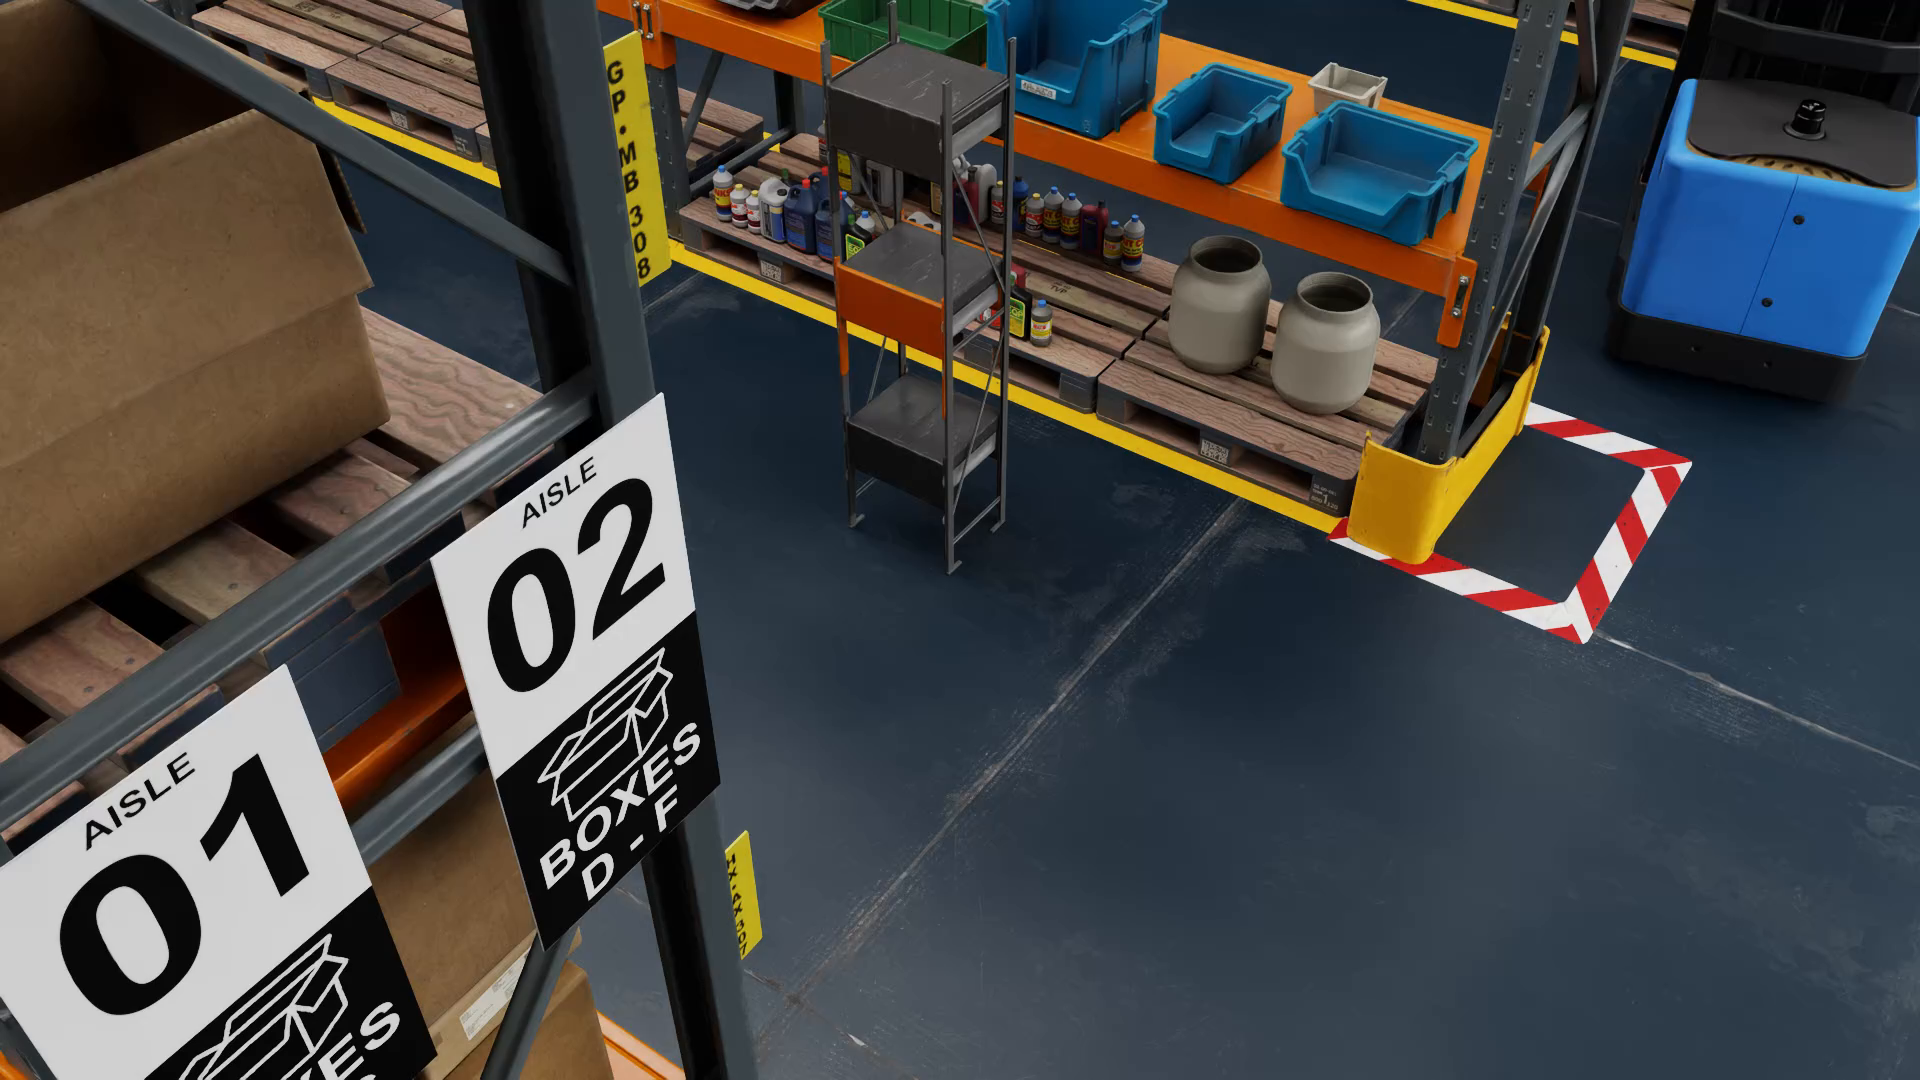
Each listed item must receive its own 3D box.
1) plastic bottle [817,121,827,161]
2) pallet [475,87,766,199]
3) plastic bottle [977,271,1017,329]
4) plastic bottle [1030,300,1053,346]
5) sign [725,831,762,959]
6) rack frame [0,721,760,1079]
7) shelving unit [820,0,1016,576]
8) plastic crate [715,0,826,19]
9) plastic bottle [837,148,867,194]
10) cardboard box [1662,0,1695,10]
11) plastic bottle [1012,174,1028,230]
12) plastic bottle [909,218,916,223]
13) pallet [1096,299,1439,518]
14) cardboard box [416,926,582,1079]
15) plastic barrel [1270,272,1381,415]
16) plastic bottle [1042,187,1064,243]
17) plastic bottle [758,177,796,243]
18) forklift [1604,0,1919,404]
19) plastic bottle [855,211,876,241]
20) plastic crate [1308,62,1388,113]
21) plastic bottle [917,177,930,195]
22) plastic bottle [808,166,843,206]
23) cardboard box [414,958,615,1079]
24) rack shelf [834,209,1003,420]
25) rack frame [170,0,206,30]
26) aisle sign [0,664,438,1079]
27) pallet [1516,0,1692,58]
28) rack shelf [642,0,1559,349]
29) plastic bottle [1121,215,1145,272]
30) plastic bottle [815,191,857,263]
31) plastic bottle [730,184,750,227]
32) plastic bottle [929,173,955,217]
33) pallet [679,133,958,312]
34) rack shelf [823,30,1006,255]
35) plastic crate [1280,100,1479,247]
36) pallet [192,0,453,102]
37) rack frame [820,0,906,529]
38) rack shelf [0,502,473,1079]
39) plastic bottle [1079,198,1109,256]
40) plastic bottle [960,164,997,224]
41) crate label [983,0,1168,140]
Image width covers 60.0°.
[{"bbox_3d":[-0.684,-2.067,8.579,0.097,0.201,0.097,0,42,0],"label":"plastic bottle"},{"bbox_3d":[-1.825,-2.155,9.000,1.213,0.211,1.003,25,48,25],"label":"pallet"},{"bbox_3d":[0.169,-1.108,7.451,0.135,0.276,0.152,25,48,26],"label":"plastic bottle"},{"bbox_3d":[0.360,-0.968,7.351,0.097,0.201,0.097,0,42,0],"label":"plastic bottle"},{"bbox_3d":[-0.409,0.667,3.047,0.005,0.325,0.100,25,48,25],"label":"sign"},{"bbox_3d":[-0.732,1.320,3.026,0.127,3.000,1.000,25,48,25],"label":"rack frame"},{"bbox_3d":[-0.136,-0.846,6.121,0.503,2.100,0.431,25,48,25],"label":"shelving unit"},{"bbox_3d":[-0.804,-2.622,7.477,0.504,0.338,0.767,25,48,25],"label":"plastic crate"},{"bbox_3d":[-0.550,-1.924,8.307,0.185,0.351,0.144,25,48,25],"label":"plastic bottle"},{"bbox_3d":[4.457,-3.561,10.039,0.500,0.500,0.500,-33,51,-31],"label":"cardboard box"},{"bbox_3d":[0.281,-1.642,8.052,0.097,0.271,0.097,0,42,0],"label":"plastic bottle"},{"bbox_3d":[-0.235,-1.321,7.633,0.185,0.351,0.144,25,47,25],"label":"plastic bottle"},{"bbox_3d":[1.364,-0.662,7.331,1.213,0.211,1.003,25,48,25],"label":"pallet"},{"bbox_3d":[-0.930,0.773,3.076,0.250,0.149,0.380,25,47,25],"label":"cardboard box"},{"bbox_3d":[1.532,-0.823,6.971,0.421,0.512,0.421,0,42,0],"label":"plastic barrel"},{"bbox_3d":[0.447,-1.564,7.965,0.097,0.271,0.097,0,42,0],"label":"plastic bottle"},{"bbox_3d":[-0.870,-1.594,7.994,0.135,0.276,0.152,27,48,27],"label":"plastic bottle"},{"bbox_3d":[3.996,-2.681,7.549,1.130,2.935,3.031,16,44,17],"label":"forklift"},{"bbox_3d":[-0.441,-1.418,7.802,0.097,0.271,0.097,0,42,0],"label":"plastic bottle"},{"bbox_3d":[1.567,-1.803,6.714,0.250,0.136,0.298,25,48,25],"label":"plastic crate"},{"bbox_3d":[-0.153,-1.864,8.291,0.133,0.283,0.061,28,49,28],"label":"plastic bottle"},{"bbox_3d":[-0.655,-1.635,7.984,0.185,0.351,0.144,25,48,25],"label":"plastic bottle"},{"bbox_3d":[-1.107,1.097,3.200,0.500,0.500,0.700,25,48,25],"label":"cardboard box"},{"bbox_3d":[-0.136,-0.836,6.130,0.480,0.518,0.431,25,48,25],"label":"rack shelf"},{"bbox_3d":[-4.435,-4.446,9.470,0.127,3.000,1.000,25,48,25],"label":"rack frame"},{"bbox_3d":[-0.847,0.536,1.952,0.004,0.787,0.394,25,48,25],"label":"aisle sign"},{"bbox_3d":[4.252,-3.408,10.400,1.213,0.211,1.003,25,48,25],"label":"pallet"},{"bbox_3d":[0.477,-1.881,7.142,4.000,0.370,1.077,25,48,25],"label":"rack shelf"},{"bbox_3d":[0.809,-1.395,7.775,0.097,0.271,0.097,0,42,0],"label":"plastic bottle"},{"bbox_3d":[-0.583,-1.484,7.815,0.185,0.351,0.144,23,47,24],"label":"plastic bottle"},{"bbox_3d":[-1.068,-1.636,8.097,0.097,0.201,0.097,0,42,0],"label":"plastic bottle"},{"bbox_3d":[-0.084,-1.714,8.124,0.133,0.283,0.061,25,48,25],"label":"plastic bottle"},{"bbox_3d":[-0.634,-1.596,8.375,1.213,0.211,1.003,25,48,25],"label":"pallet"},{"bbox_3d":[-0.136,-1.357,5.663,0.480,0.518,0.431,25,48,25],"label":"rack shelf"},{"bbox_3d":[1.533,-1.356,6.128,0.616,0.251,0.499,25,48,25],"label":"plastic crate"},{"bbox_3d":[-3.823,-3.089,10.044,1.213,0.211,1.003,25,48,25],"label":"pallet"},{"bbox_3d":[-0.335,-0.939,6.225,0.015,2.100,0.400,25,48,25],"label":"rack frame"},{"bbox_3d":[-2.370,-0.296,3.121,4.000,0.370,1.077,25,48,25],"label":"rack shelf"},{"bbox_3d":[0.635,-1.496,7.879,0.133,0.283,0.061,26,48,26],"label":"plastic bottle"},{"bbox_3d":[0.085,-1.713,8.128,0.135,0.276,0.152,26,48,26],"label":"plastic bottle"},{"bbox_3d":[0.453,-1.954,6.657,0.616,0.435,0.502,25,48,25],"label":"crate label"}]
